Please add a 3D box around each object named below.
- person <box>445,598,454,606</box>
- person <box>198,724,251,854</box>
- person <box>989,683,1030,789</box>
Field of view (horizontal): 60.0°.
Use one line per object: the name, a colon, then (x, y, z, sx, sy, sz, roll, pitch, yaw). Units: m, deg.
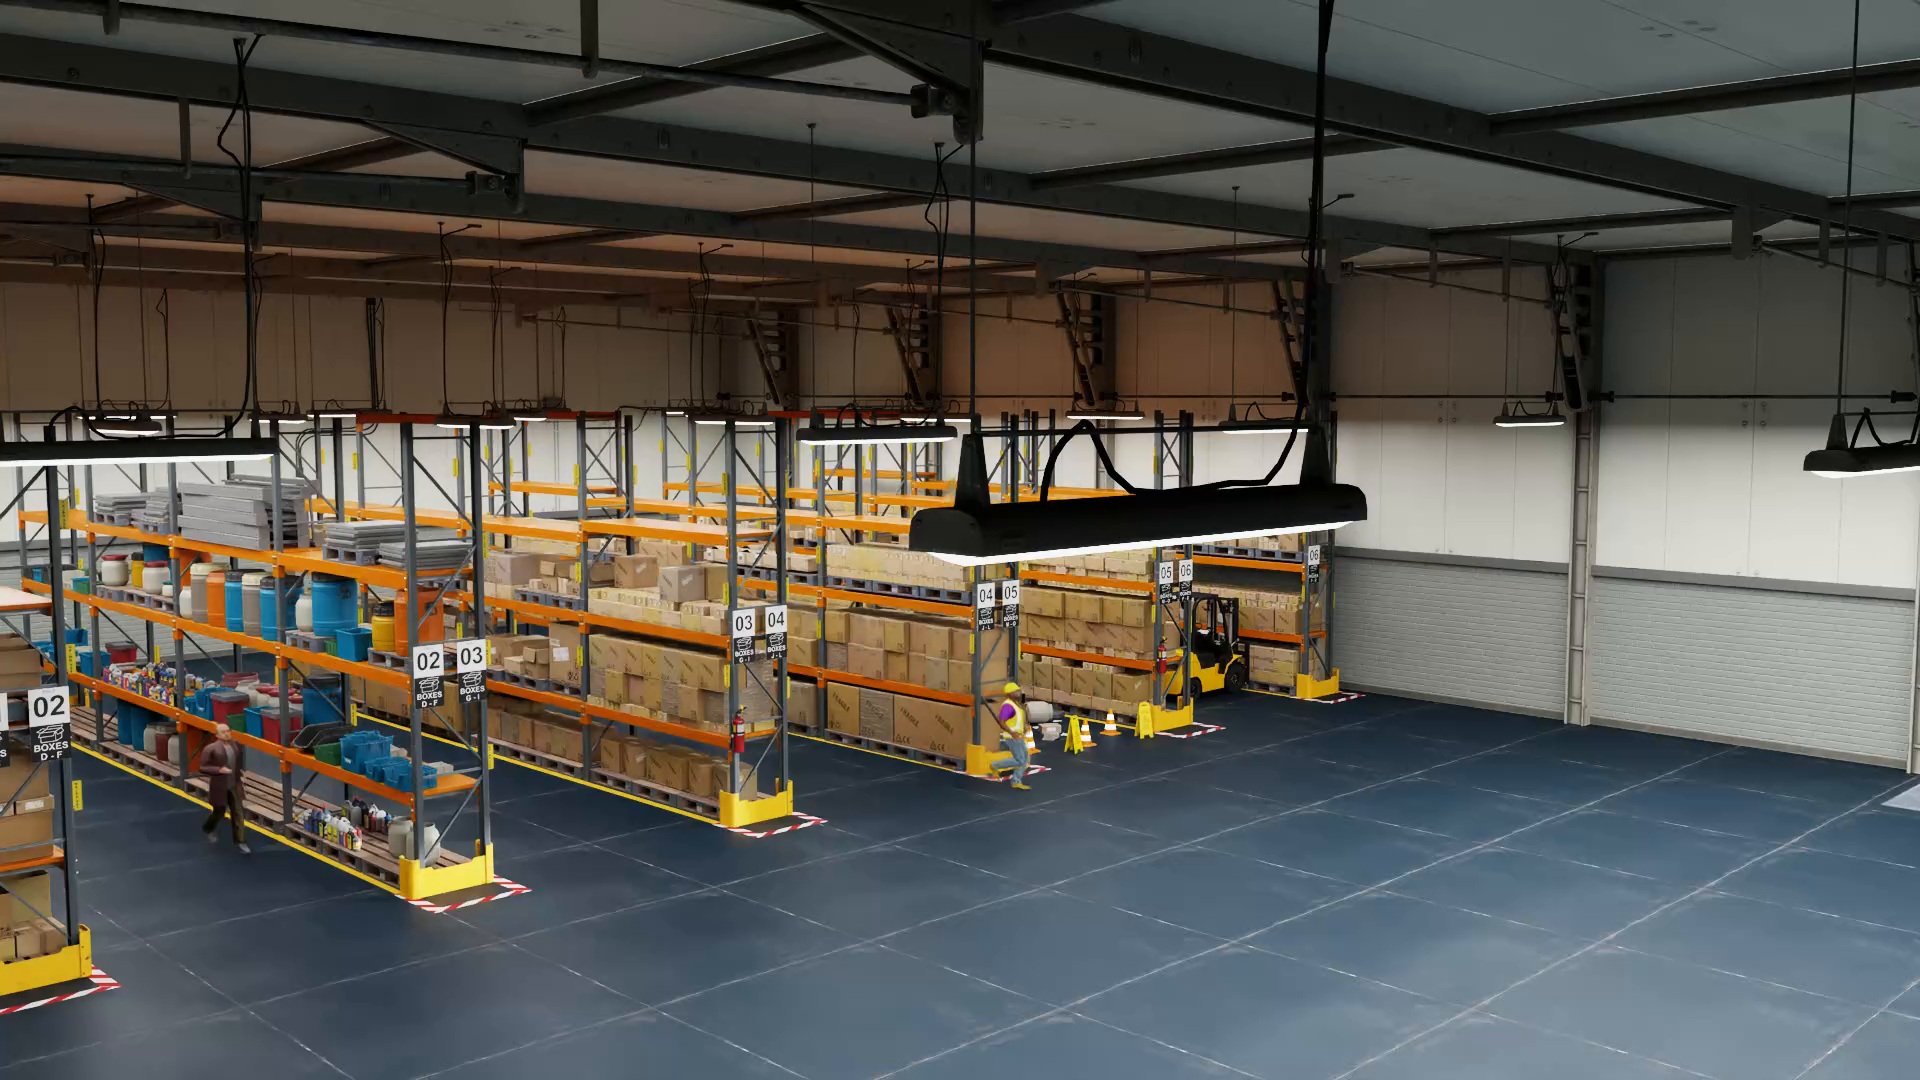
person: (-11.778, 2.160, 38.106, 0.733, 1.716, 0.641, -1, 5, -12)
person: (-10.173, 3.412, 23.016, 1.081, 1.763, 0.714, 4, 6, 37)
person: (0.816, 3.155, 26.803, 0.669, 1.728, 0.714, 1, 5, 14)
